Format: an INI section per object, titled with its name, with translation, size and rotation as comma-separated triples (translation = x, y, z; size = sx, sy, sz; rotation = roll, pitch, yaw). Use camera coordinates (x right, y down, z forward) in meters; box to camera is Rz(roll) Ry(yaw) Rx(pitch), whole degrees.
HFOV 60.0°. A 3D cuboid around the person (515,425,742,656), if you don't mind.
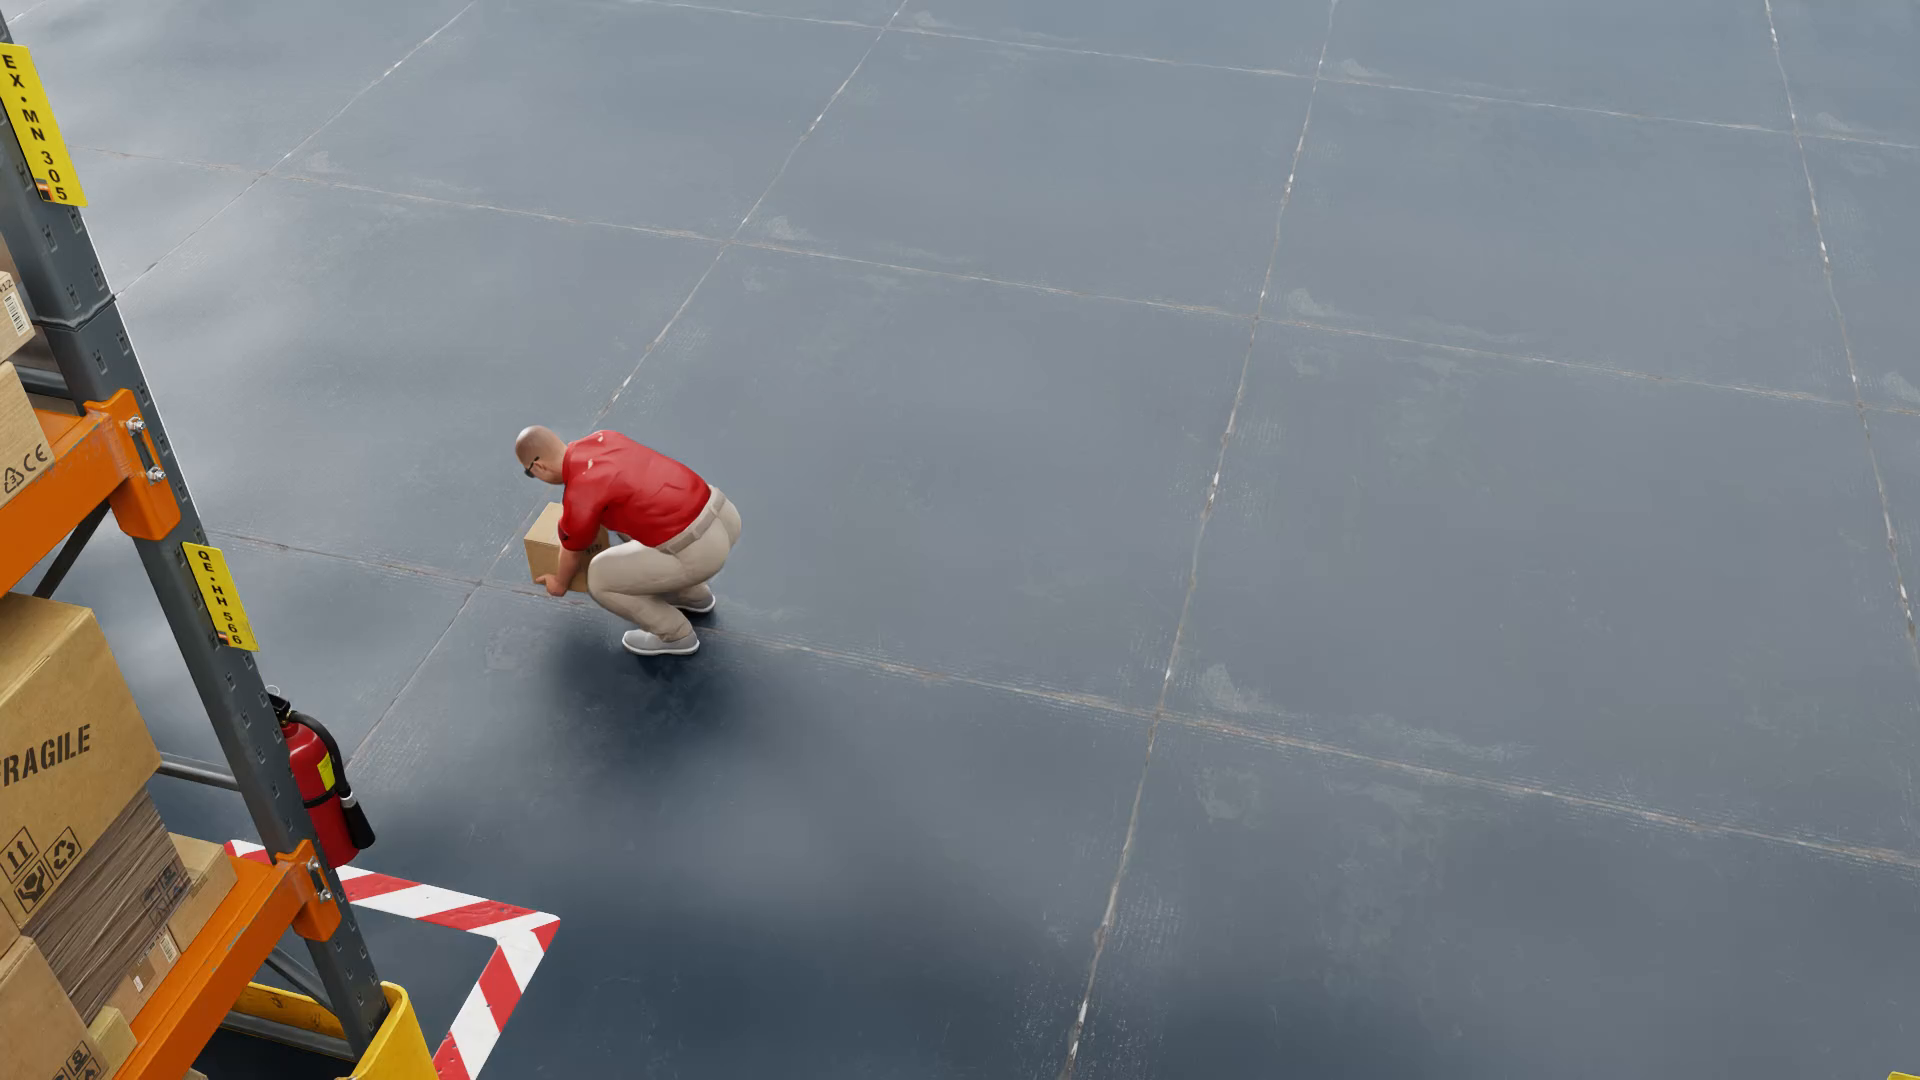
[person]
translation = -1.328, -0.027, 6.778
size = 0.854, 0.990, 0.525
rotation = 9, 42, 10
